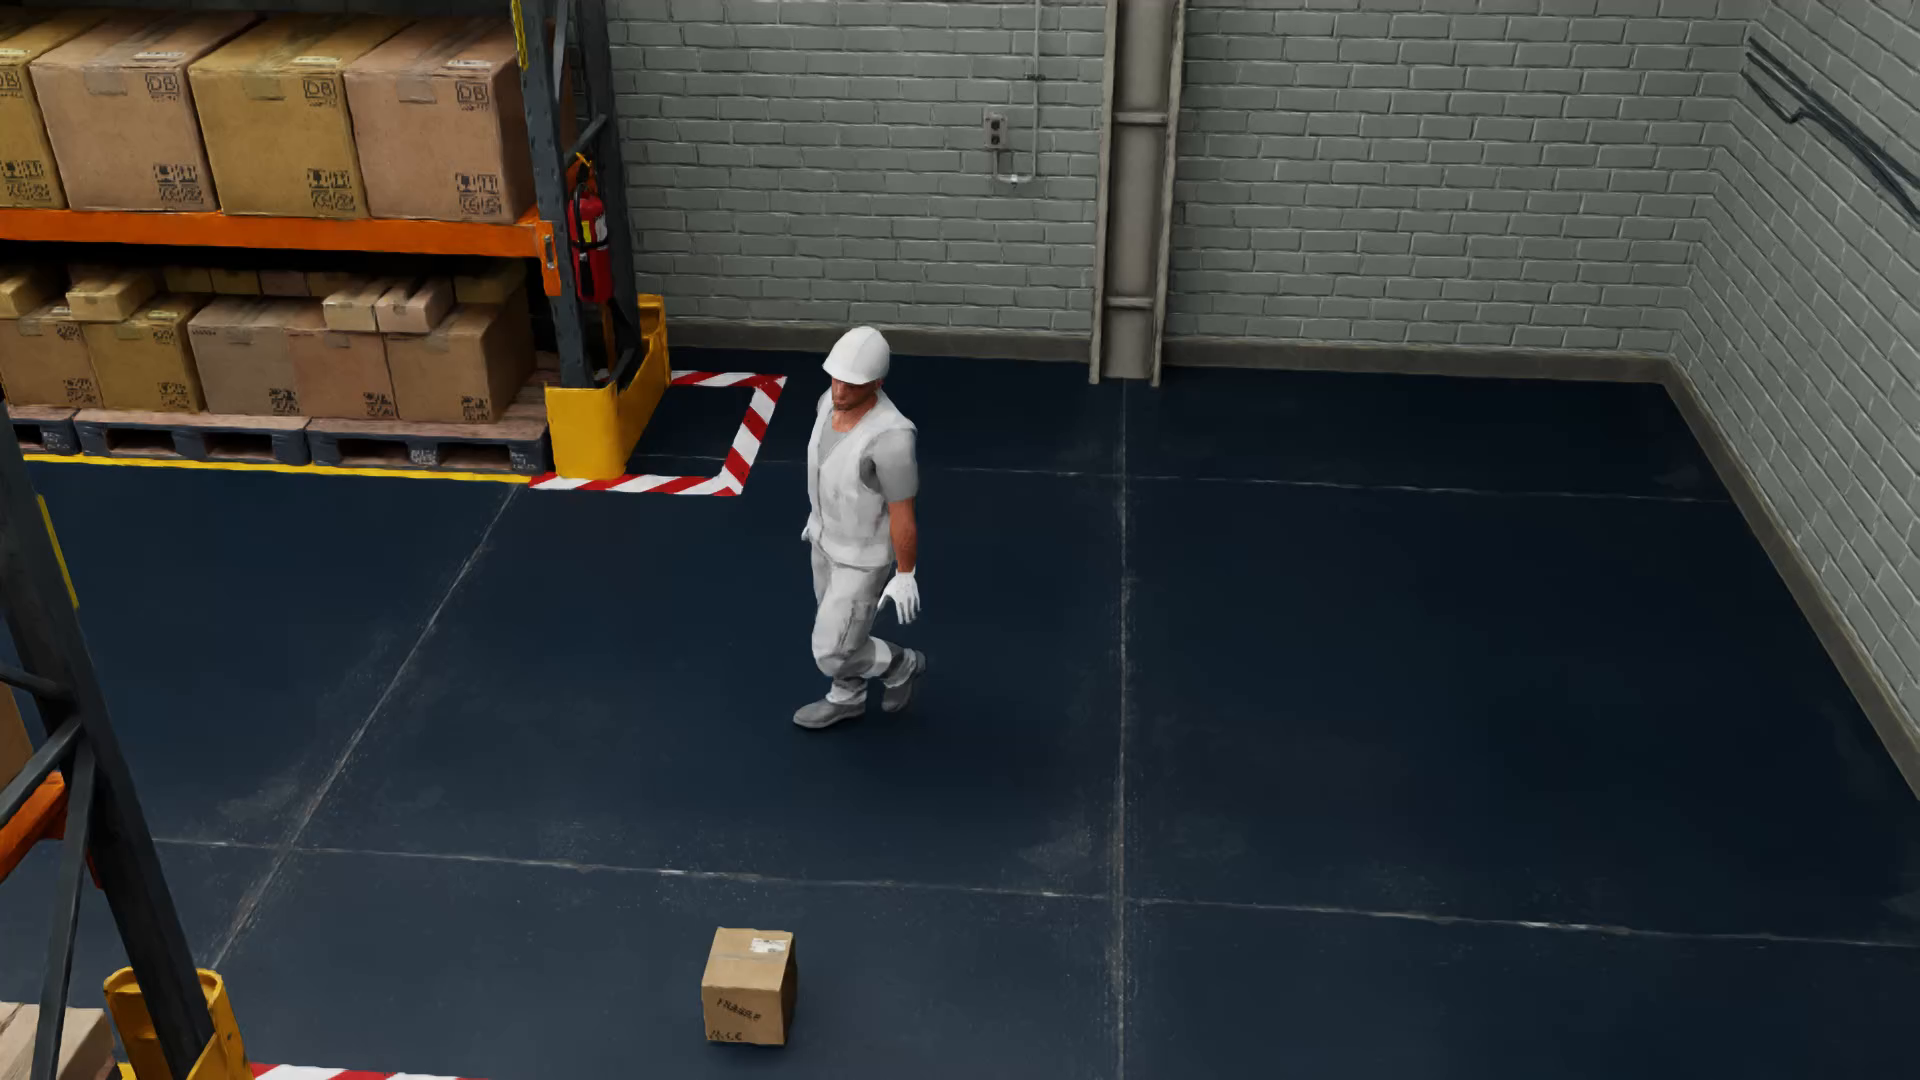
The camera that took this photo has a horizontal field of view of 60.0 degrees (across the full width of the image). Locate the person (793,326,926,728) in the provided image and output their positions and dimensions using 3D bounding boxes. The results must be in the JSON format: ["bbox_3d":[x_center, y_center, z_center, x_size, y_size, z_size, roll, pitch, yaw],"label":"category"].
[{"bbox_3d":[-0.367,0.019,6.055,0.518,1.771,0.677,-18,36,-27],"label":"person"}]
